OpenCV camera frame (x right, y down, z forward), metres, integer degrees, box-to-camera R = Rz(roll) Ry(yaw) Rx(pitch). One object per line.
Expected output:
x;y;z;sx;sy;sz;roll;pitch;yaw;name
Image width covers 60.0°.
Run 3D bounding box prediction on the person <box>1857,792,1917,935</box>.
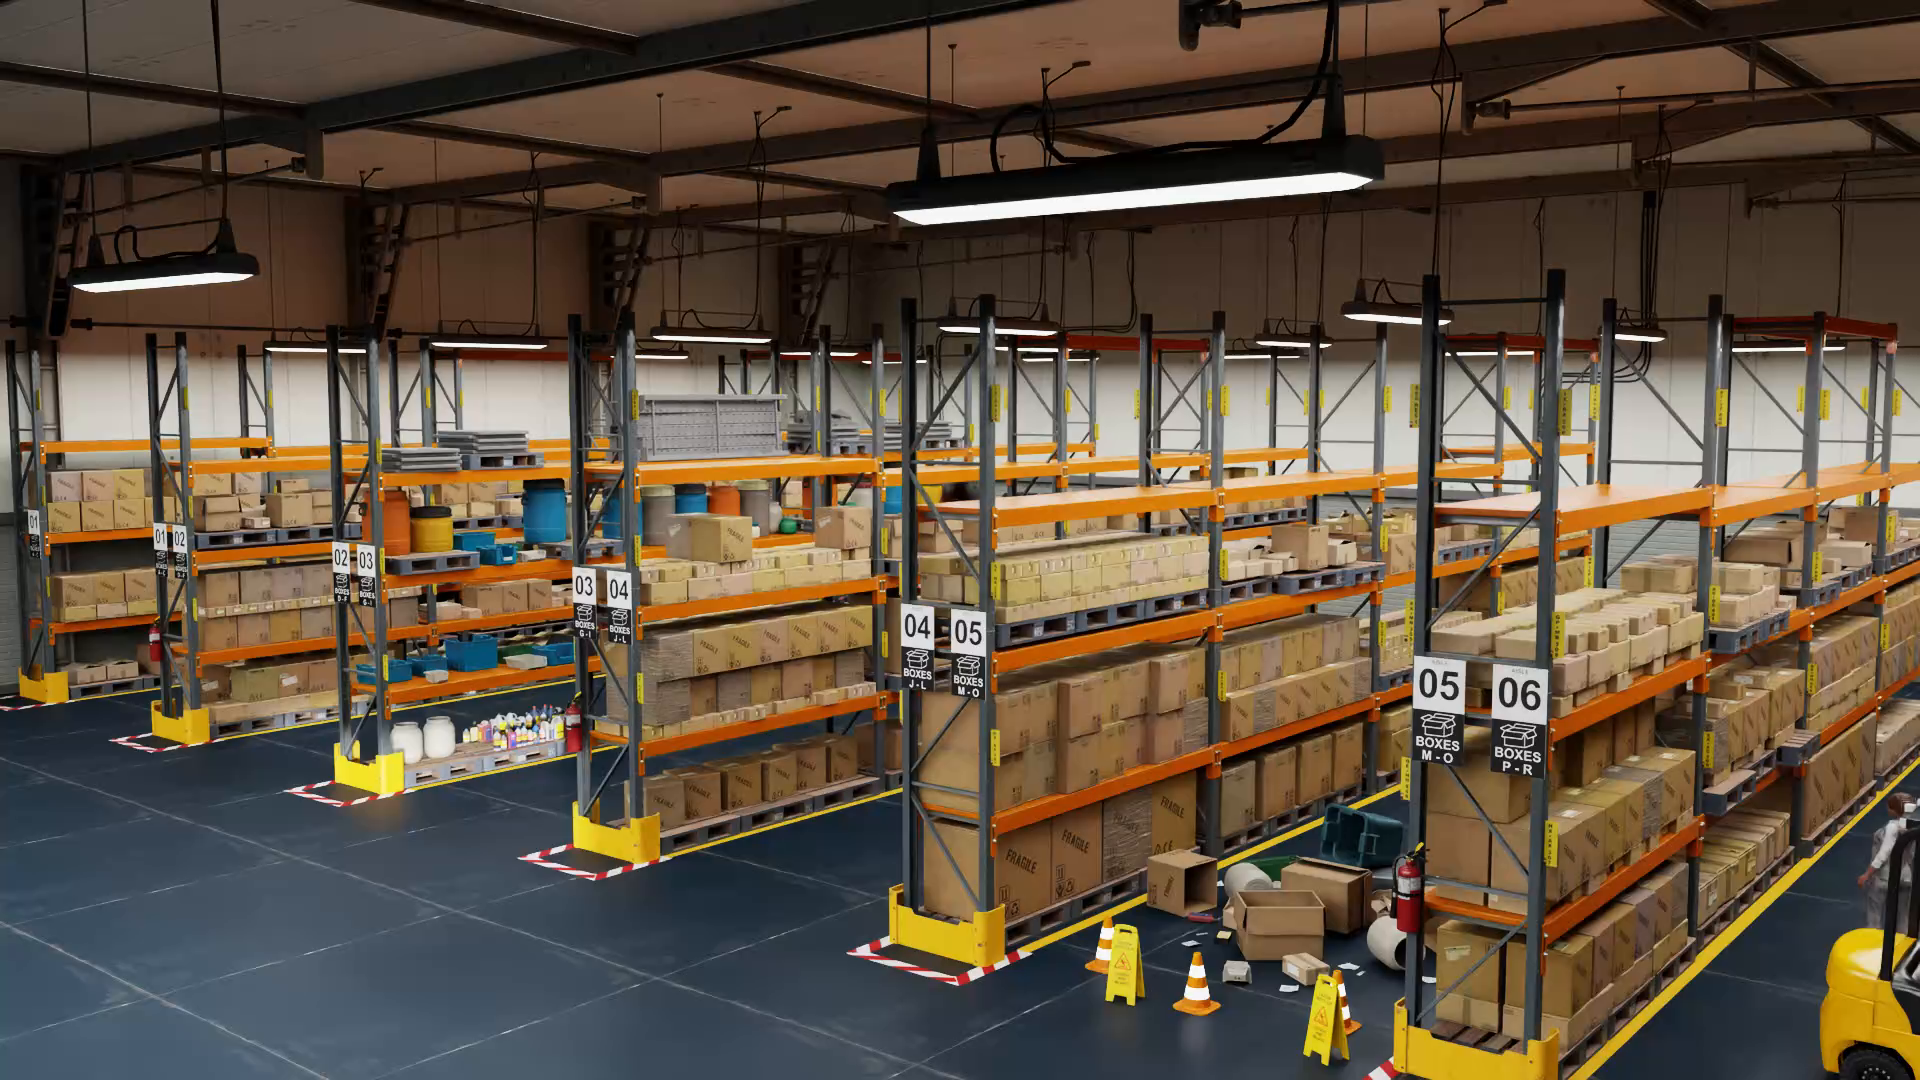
8.289;3.057;14.880;0.522;1.562;0.381;-1;5;-12;person
